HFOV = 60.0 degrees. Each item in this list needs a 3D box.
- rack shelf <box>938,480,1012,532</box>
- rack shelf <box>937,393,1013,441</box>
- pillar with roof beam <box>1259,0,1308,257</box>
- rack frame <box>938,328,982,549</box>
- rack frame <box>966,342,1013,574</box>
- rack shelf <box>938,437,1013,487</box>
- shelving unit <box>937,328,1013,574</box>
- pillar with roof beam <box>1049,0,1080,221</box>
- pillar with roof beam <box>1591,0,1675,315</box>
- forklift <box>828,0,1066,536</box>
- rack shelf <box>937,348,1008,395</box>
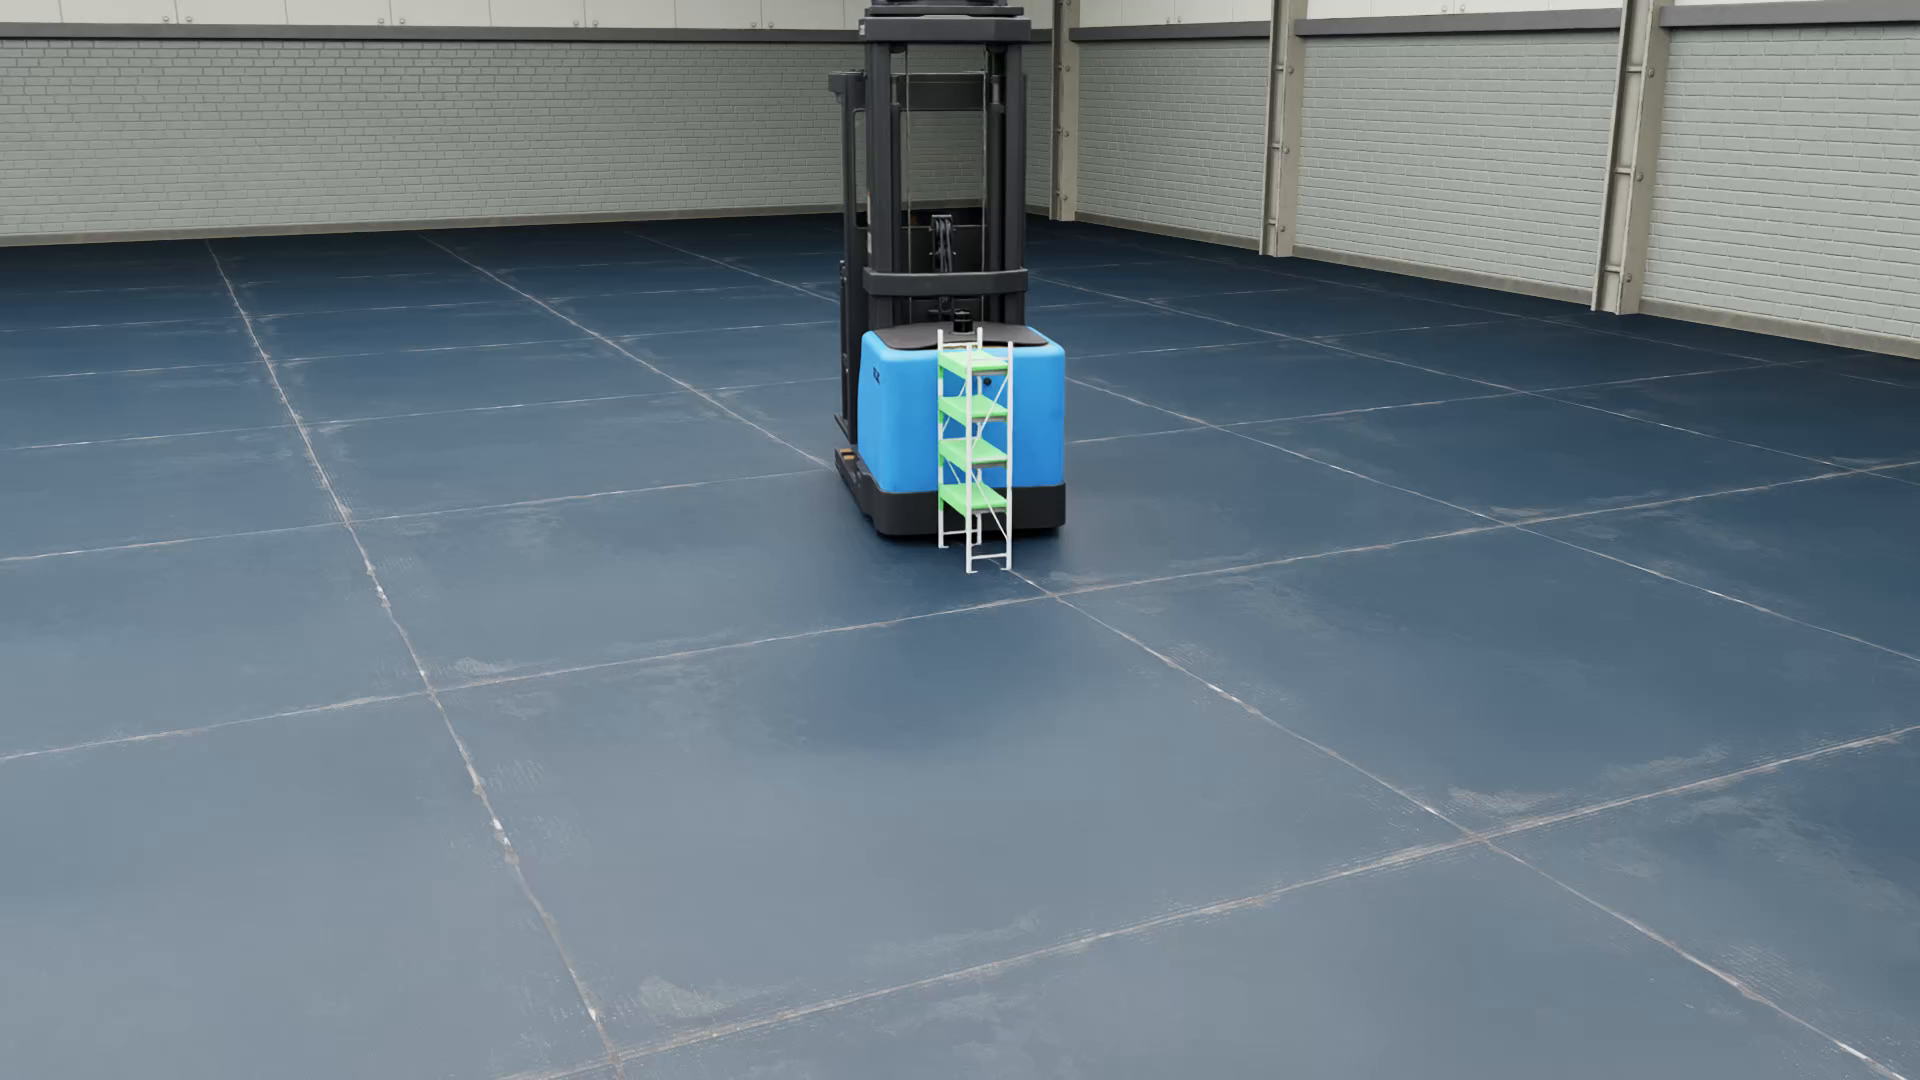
[{"bbox_3d":[0.076,-0.184,8.818,0.258,0.148,0.480,-5,17,-17],"label":"rack shelf"},{"bbox_3d":[0.076,-0.645,8.685,0.258,0.148,0.480,-5,17,-17],"label":"rack shelf"},{"bbox_3d":[0.496,-7.733,19.883,9.100,9.000,0.400,-8,18,-25],"label":"pillar with roof beam"},{"bbox_3d":[0.001,-0.540,8.957,0.240,1.200,0.015,-5,17,-17],"label":"rack frame"},{"bbox_3d":[0.150,-0.412,8.510,0.240,1.200,0.015,-5,17,-17],"label":"rack frame"},{"bbox_3d":[0.076,-0.414,8.751,0.258,0.148,0.480,-5,17,-17],"label":"rack shelf"},{"bbox_3d":[0.076,-0.476,8.734,0.258,1.200,0.503,-5,17,-17],"label":"shelving unit"},{"bbox_3d":[-2.132,-9.221,25.068,9.100,9.000,0.400,-8,18,-25],"label":"pillar with roof beam"},{"bbox_3d":[3.125,-6.245,14.699,9.100,9.000,0.400,-8,18,-25],"label":"pillar with roof beam"},{"bbox_3d":[-0.196,-1.795,10.193,1.130,2.935,3.031,-3,16,-11],"label":"forklift"},{"bbox_3d":[0.076,-0.876,8.619,0.258,0.148,0.480,-5,17,-17],"label":"rack shelf"}]
